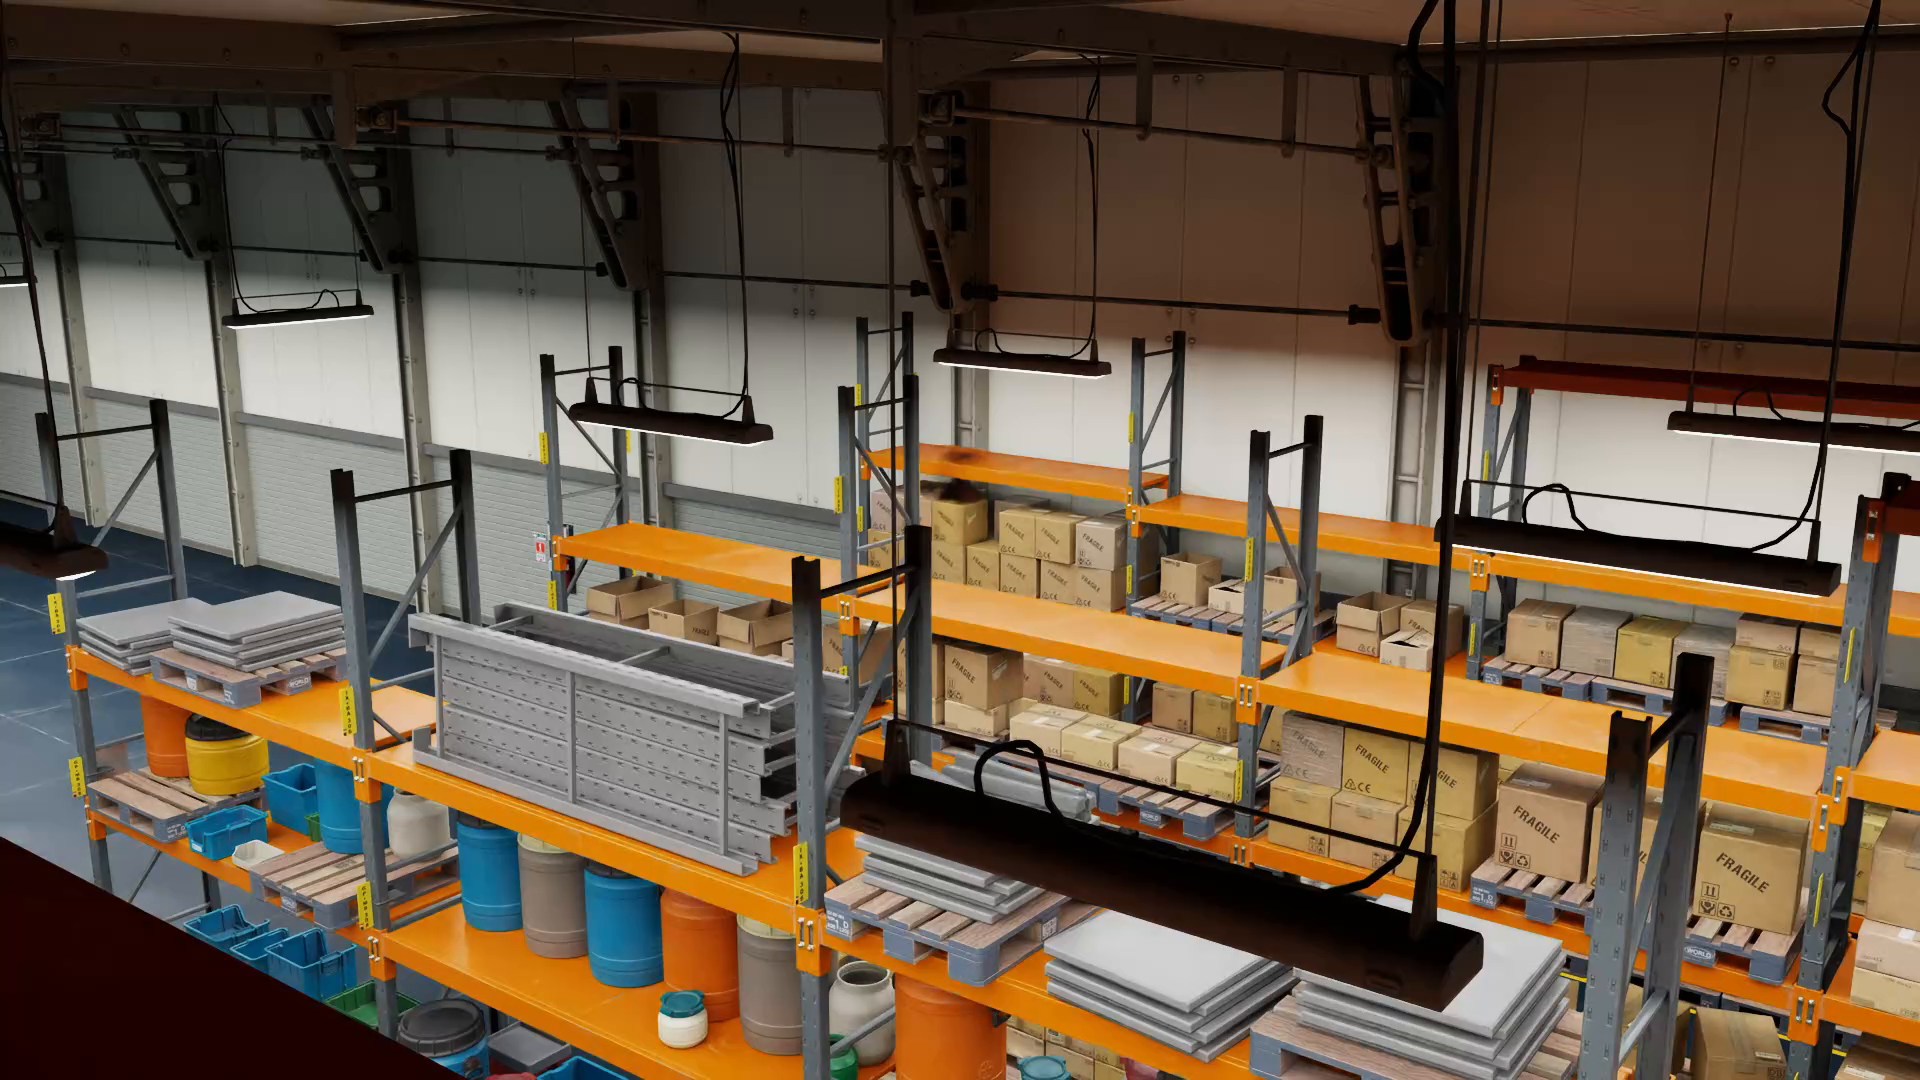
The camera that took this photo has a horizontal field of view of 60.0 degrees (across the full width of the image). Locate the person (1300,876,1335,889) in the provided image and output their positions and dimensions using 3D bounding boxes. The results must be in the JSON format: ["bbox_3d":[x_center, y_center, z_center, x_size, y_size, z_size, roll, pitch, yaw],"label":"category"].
[{"bbox_3d":[3.458,3.534,16.355,0.914,1.646,0.489,6,14,25],"label":"person"}]
